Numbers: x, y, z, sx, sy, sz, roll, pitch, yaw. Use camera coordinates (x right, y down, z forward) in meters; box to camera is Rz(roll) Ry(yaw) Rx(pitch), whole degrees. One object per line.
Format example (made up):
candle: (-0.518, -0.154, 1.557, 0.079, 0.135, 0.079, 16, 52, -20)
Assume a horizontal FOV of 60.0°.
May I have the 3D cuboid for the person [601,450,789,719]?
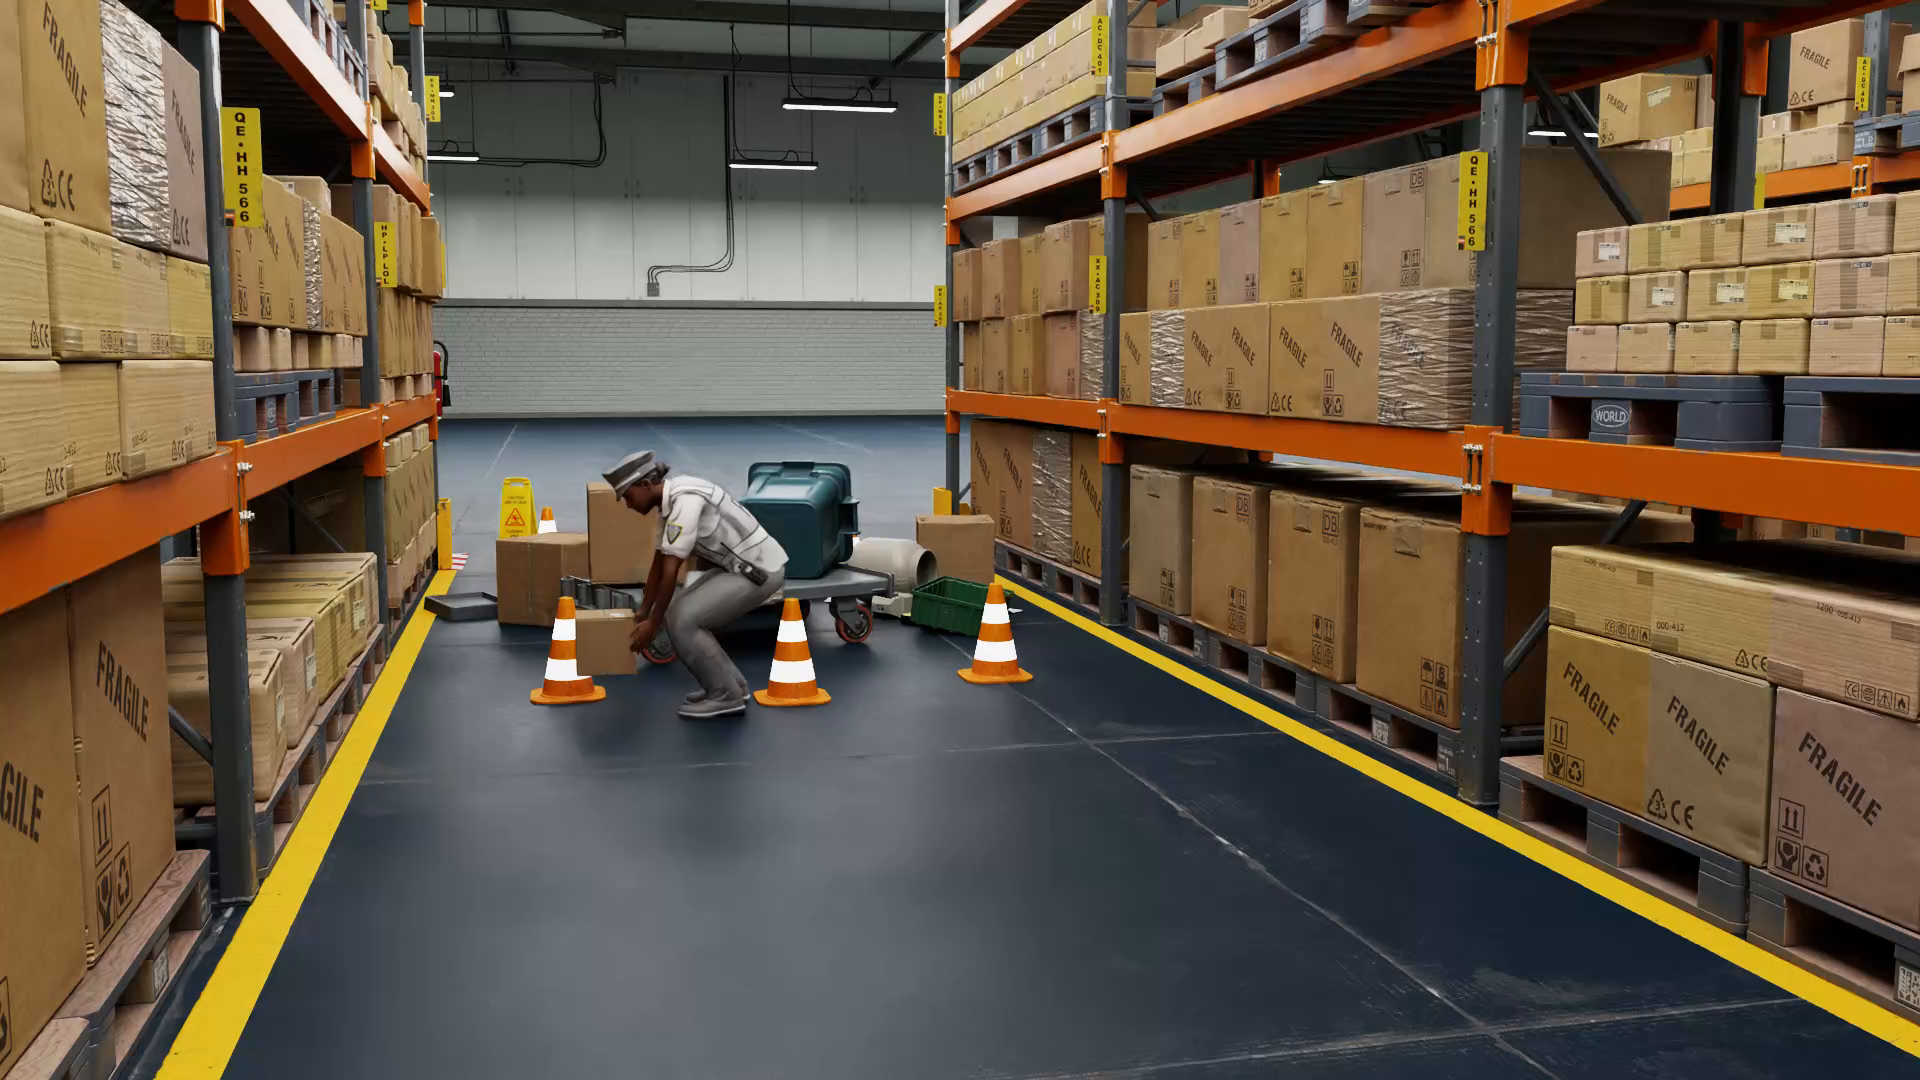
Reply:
person: (-1.152, 0.185, 7.291, 0.804, 1.170, 0.499, -2, 6, -14)
